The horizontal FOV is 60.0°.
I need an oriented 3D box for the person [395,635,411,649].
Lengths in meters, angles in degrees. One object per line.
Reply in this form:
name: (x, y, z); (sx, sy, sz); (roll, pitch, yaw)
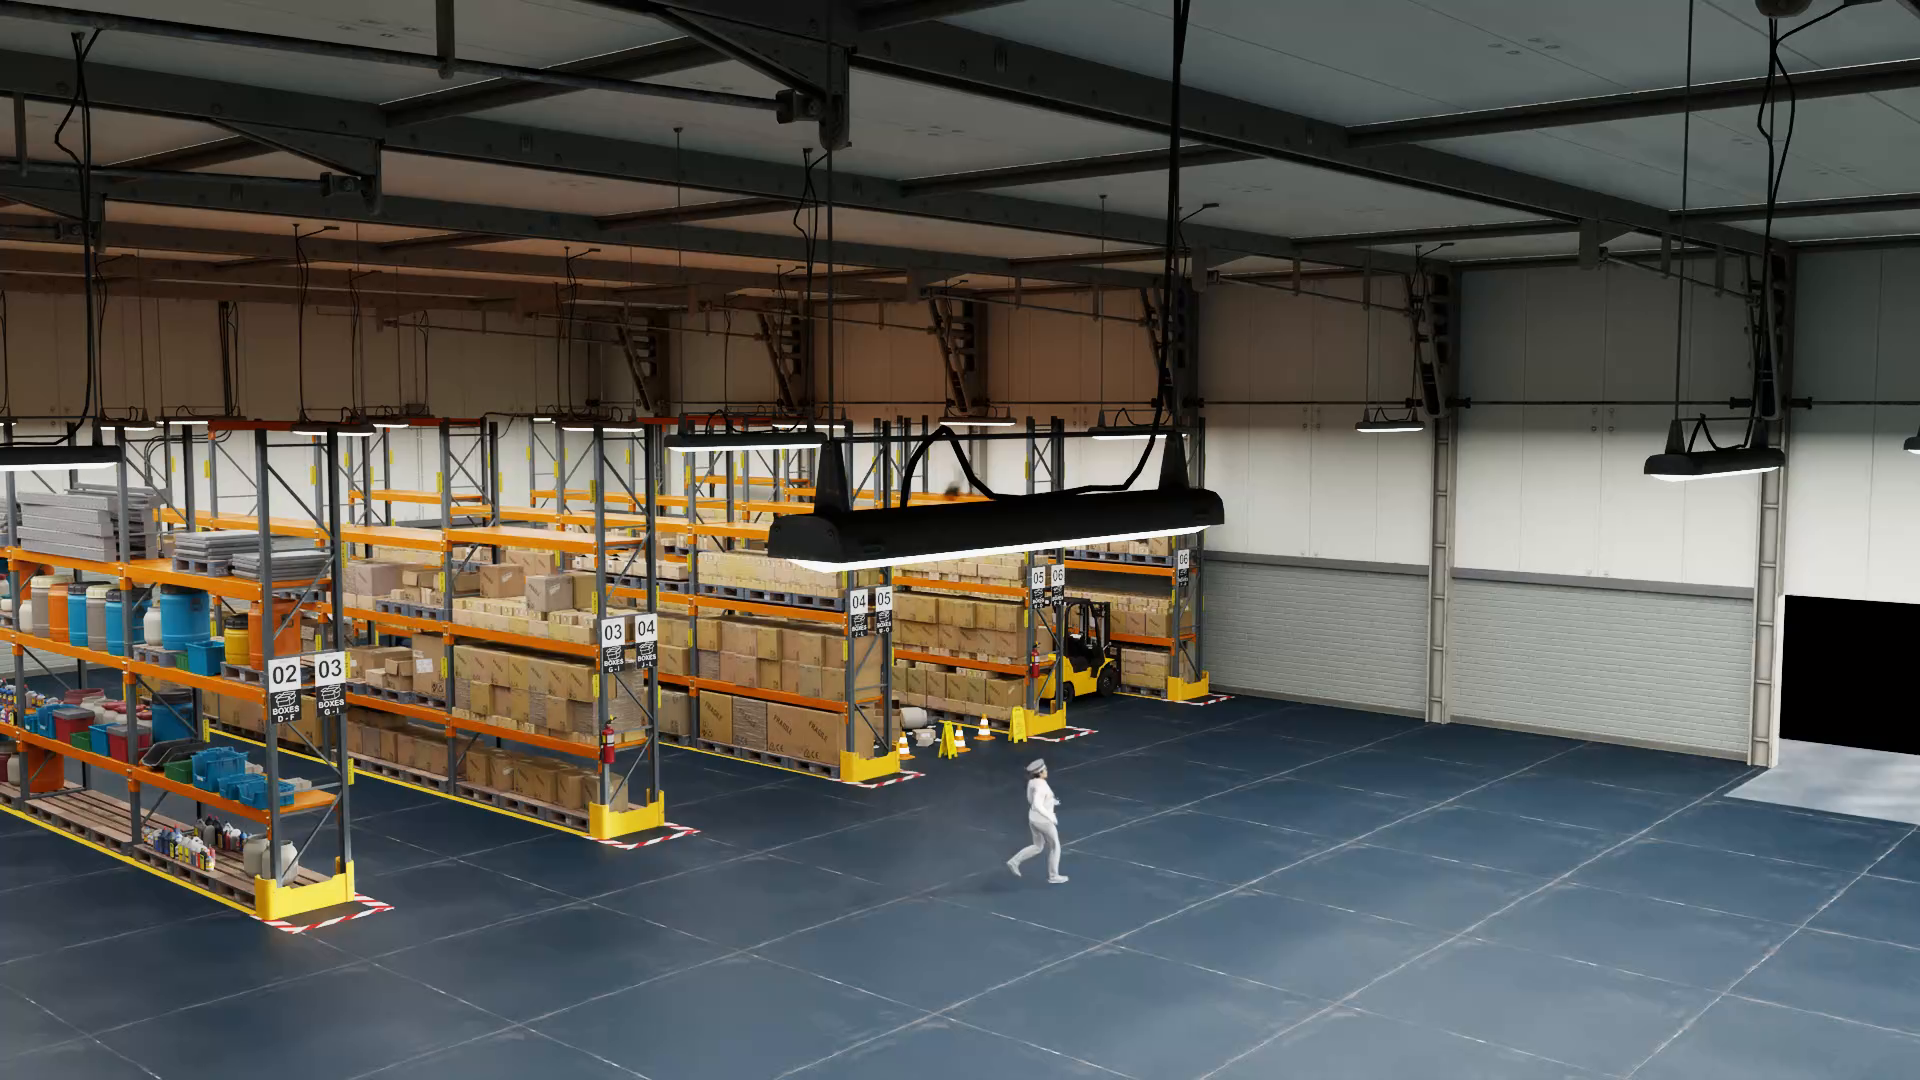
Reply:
person: (-13.490, 2.236, 39.866); (0.758, 1.548, 0.604); (0, 5, 0)

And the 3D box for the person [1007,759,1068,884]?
person: (1.042, 3.685, 21.761); (0.814, 1.666, 0.626); (-2, 5, -20)

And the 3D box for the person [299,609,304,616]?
person: (-14.941, 2.376, 37.429); (0.753, 1.770, 0.649); (1, 5, 7)
